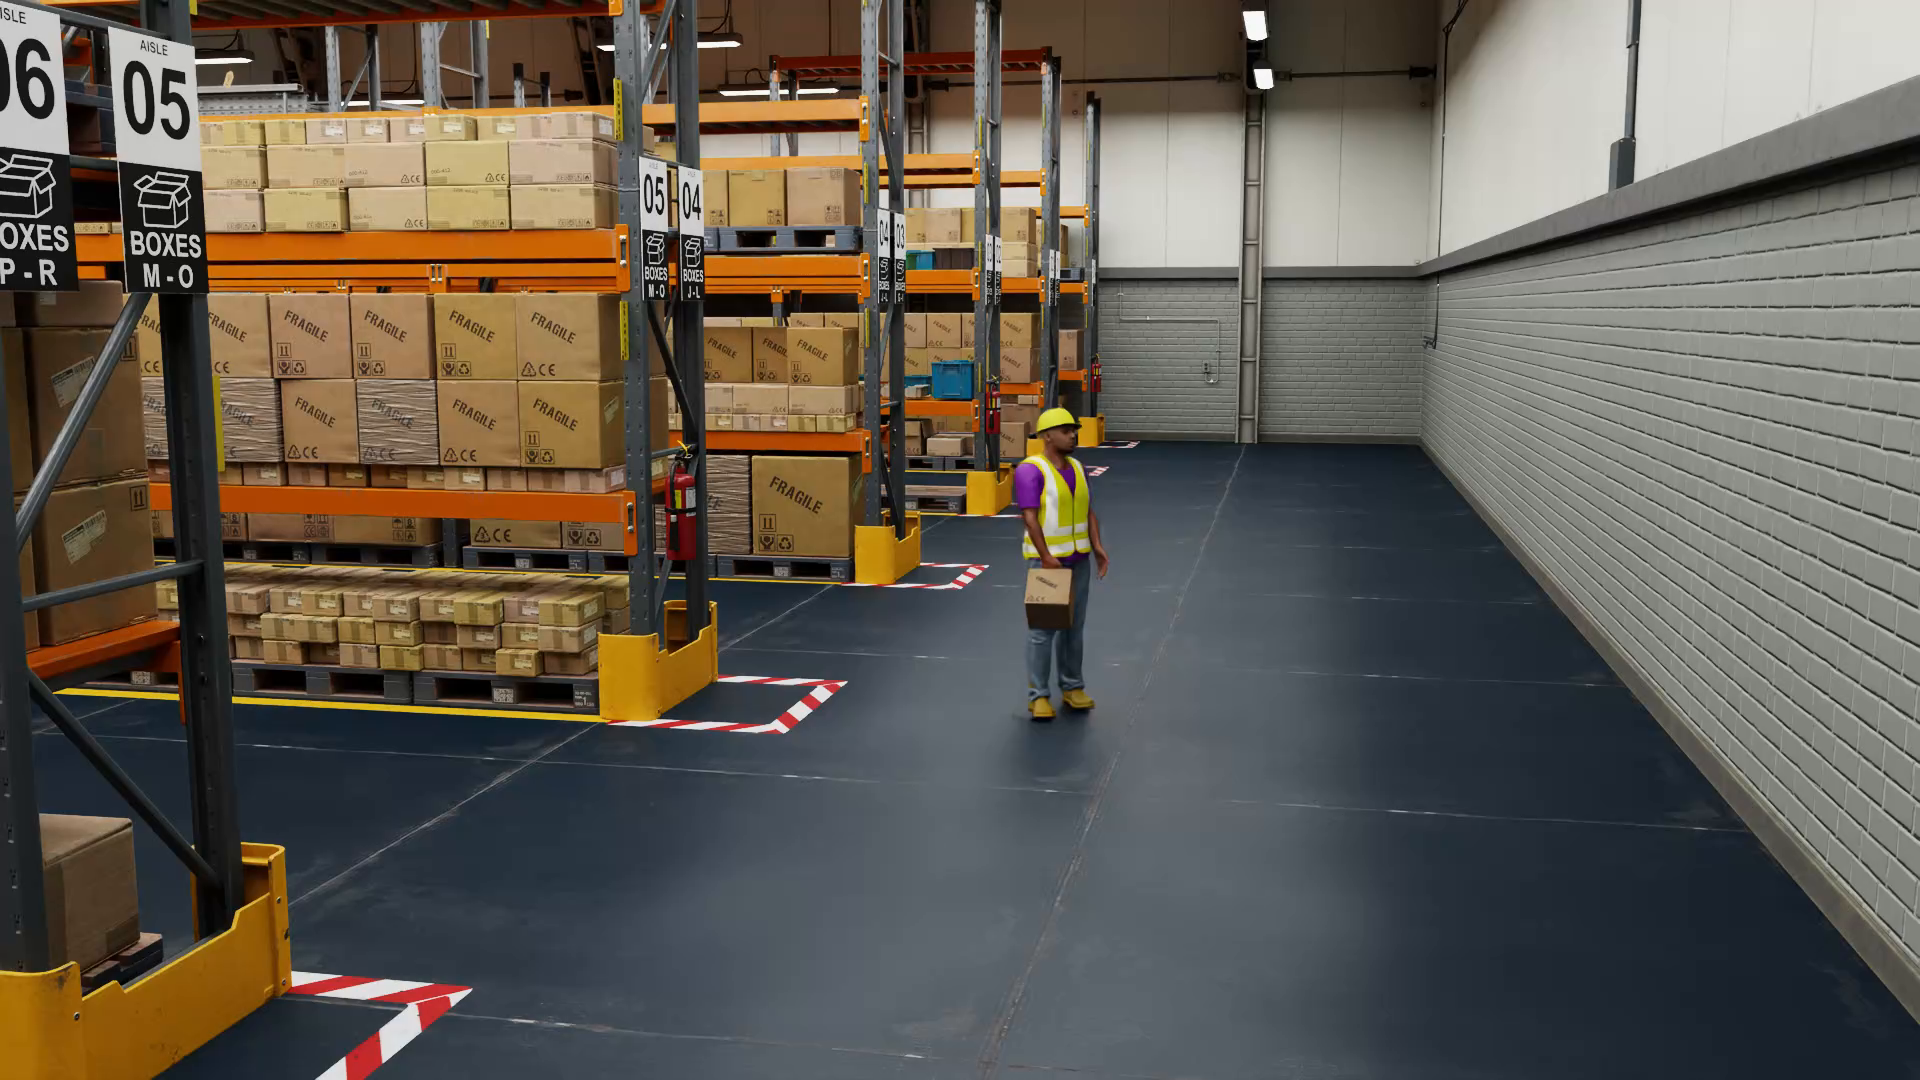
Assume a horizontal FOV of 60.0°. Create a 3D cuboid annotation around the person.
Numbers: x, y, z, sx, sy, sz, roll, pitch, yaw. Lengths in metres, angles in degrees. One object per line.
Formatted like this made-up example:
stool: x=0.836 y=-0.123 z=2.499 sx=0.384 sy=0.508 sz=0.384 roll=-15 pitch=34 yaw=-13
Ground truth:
person: x=0.591 y=0.118 z=9.753 sx=0.598 sy=1.777 sz=0.476 roll=-7 pitch=11 yaw=-42
